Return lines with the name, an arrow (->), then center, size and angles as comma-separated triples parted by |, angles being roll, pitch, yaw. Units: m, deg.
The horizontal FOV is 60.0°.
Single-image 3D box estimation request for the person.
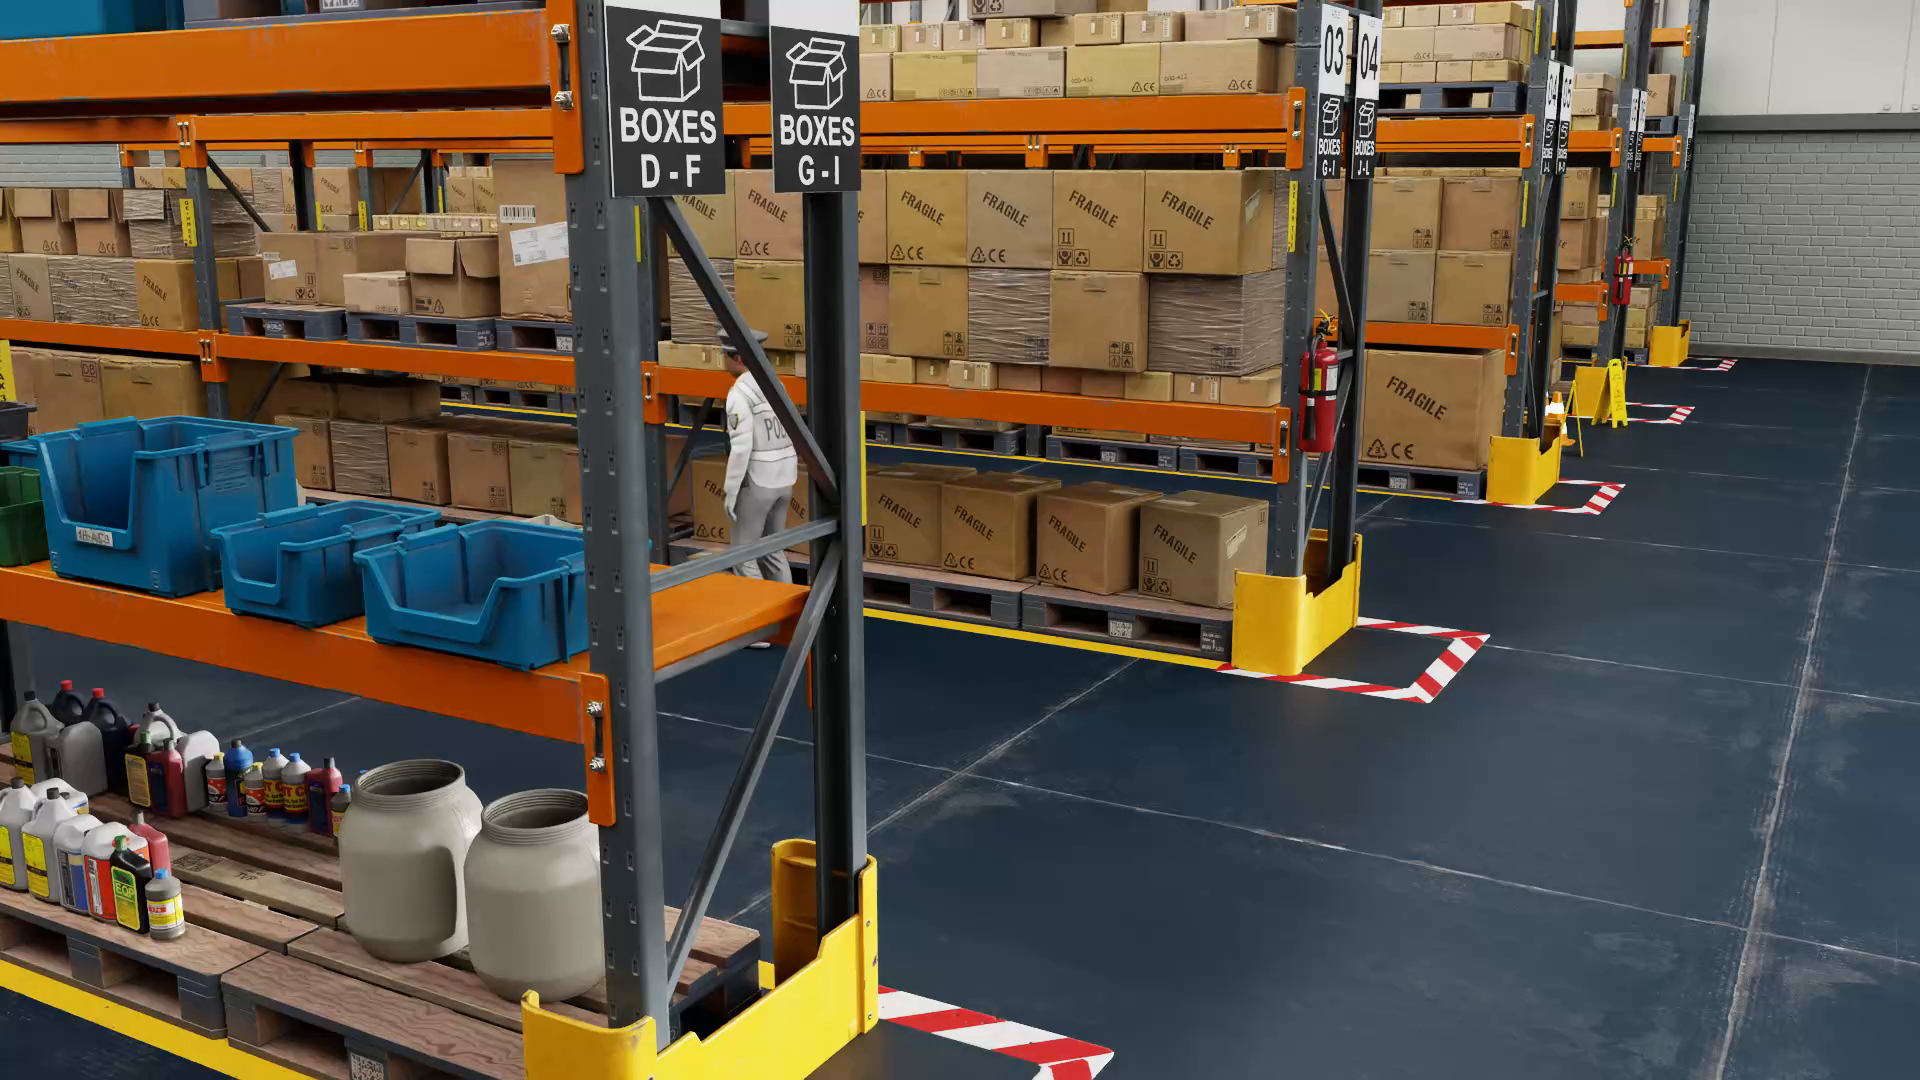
person -> -1.054, -0.269, 8.662 | 0.371, 1.663, 0.522 | 6, 14, 26
